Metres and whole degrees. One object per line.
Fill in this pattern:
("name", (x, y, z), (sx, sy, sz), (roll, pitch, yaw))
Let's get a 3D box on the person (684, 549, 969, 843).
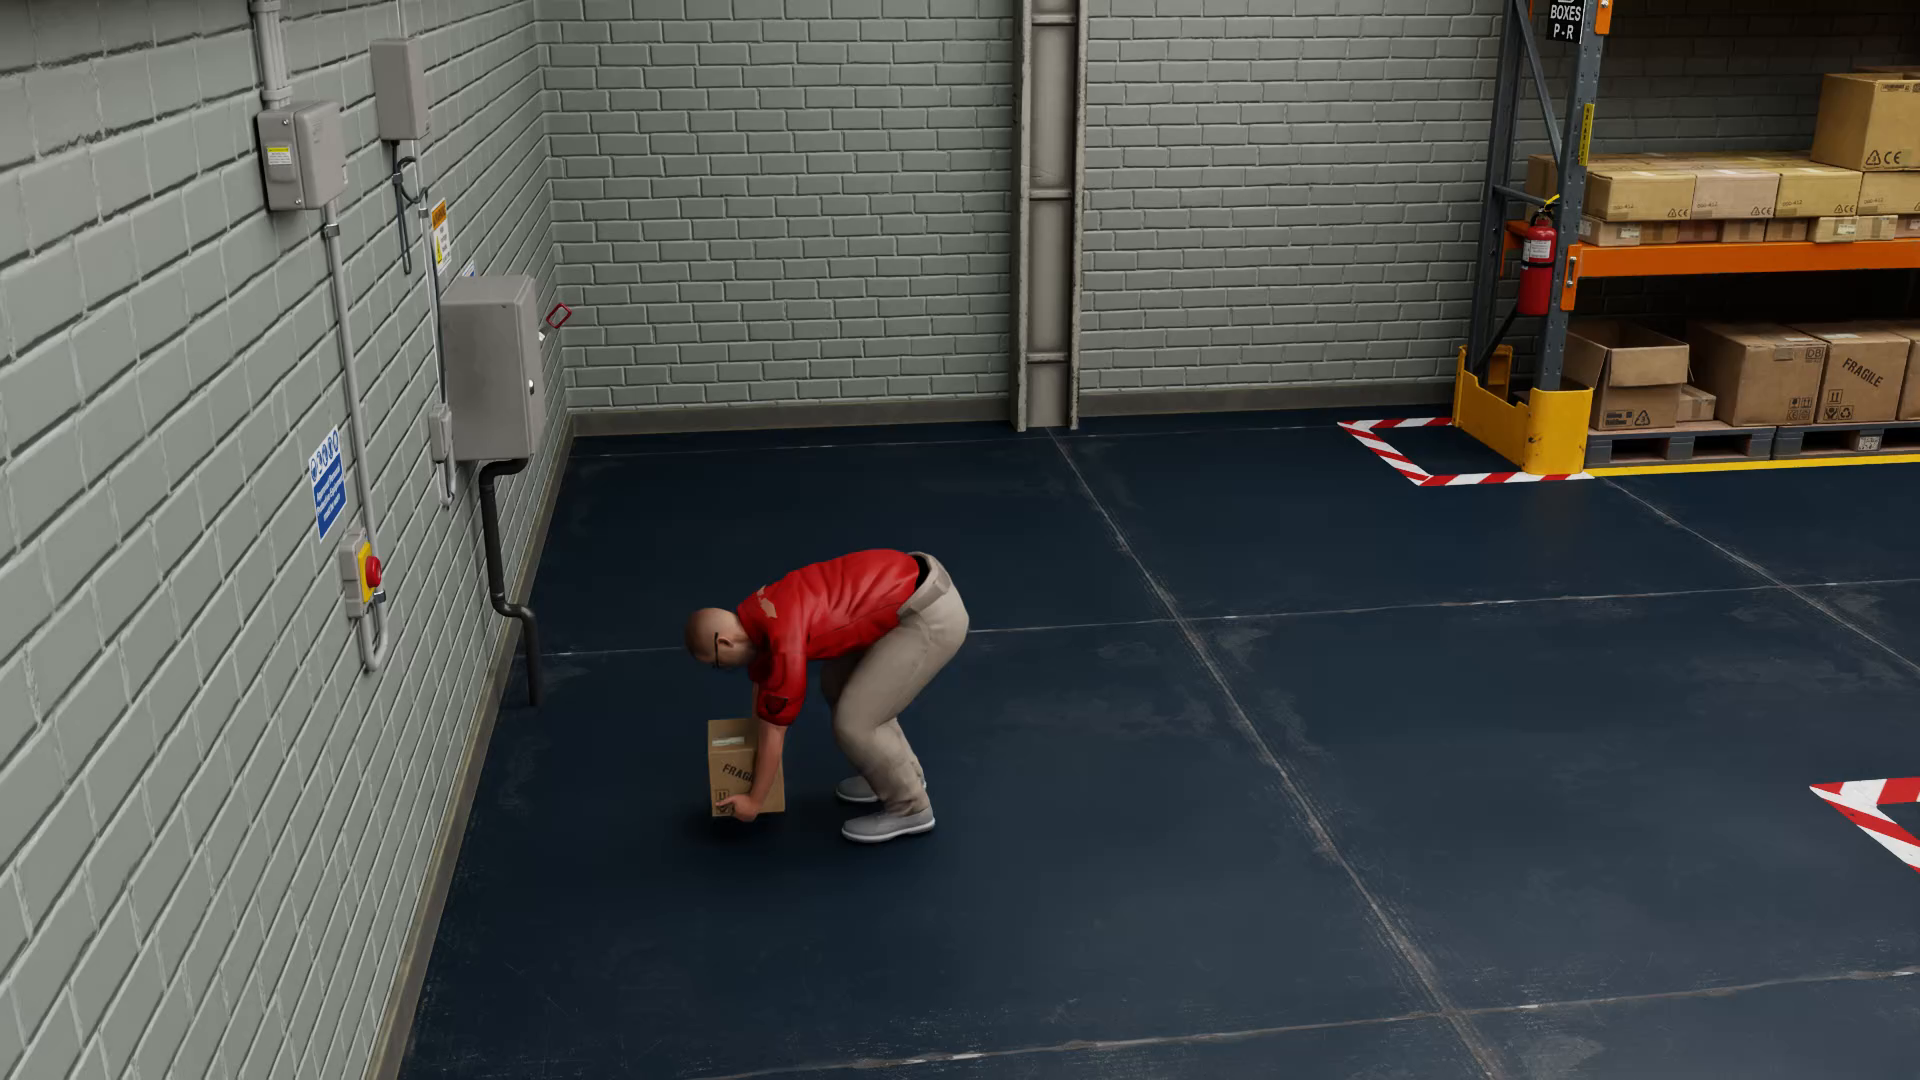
("person", (-0.453, 0.545, 5.742), (0.958, 0.947, 0.528), (-4, 20, -10))
